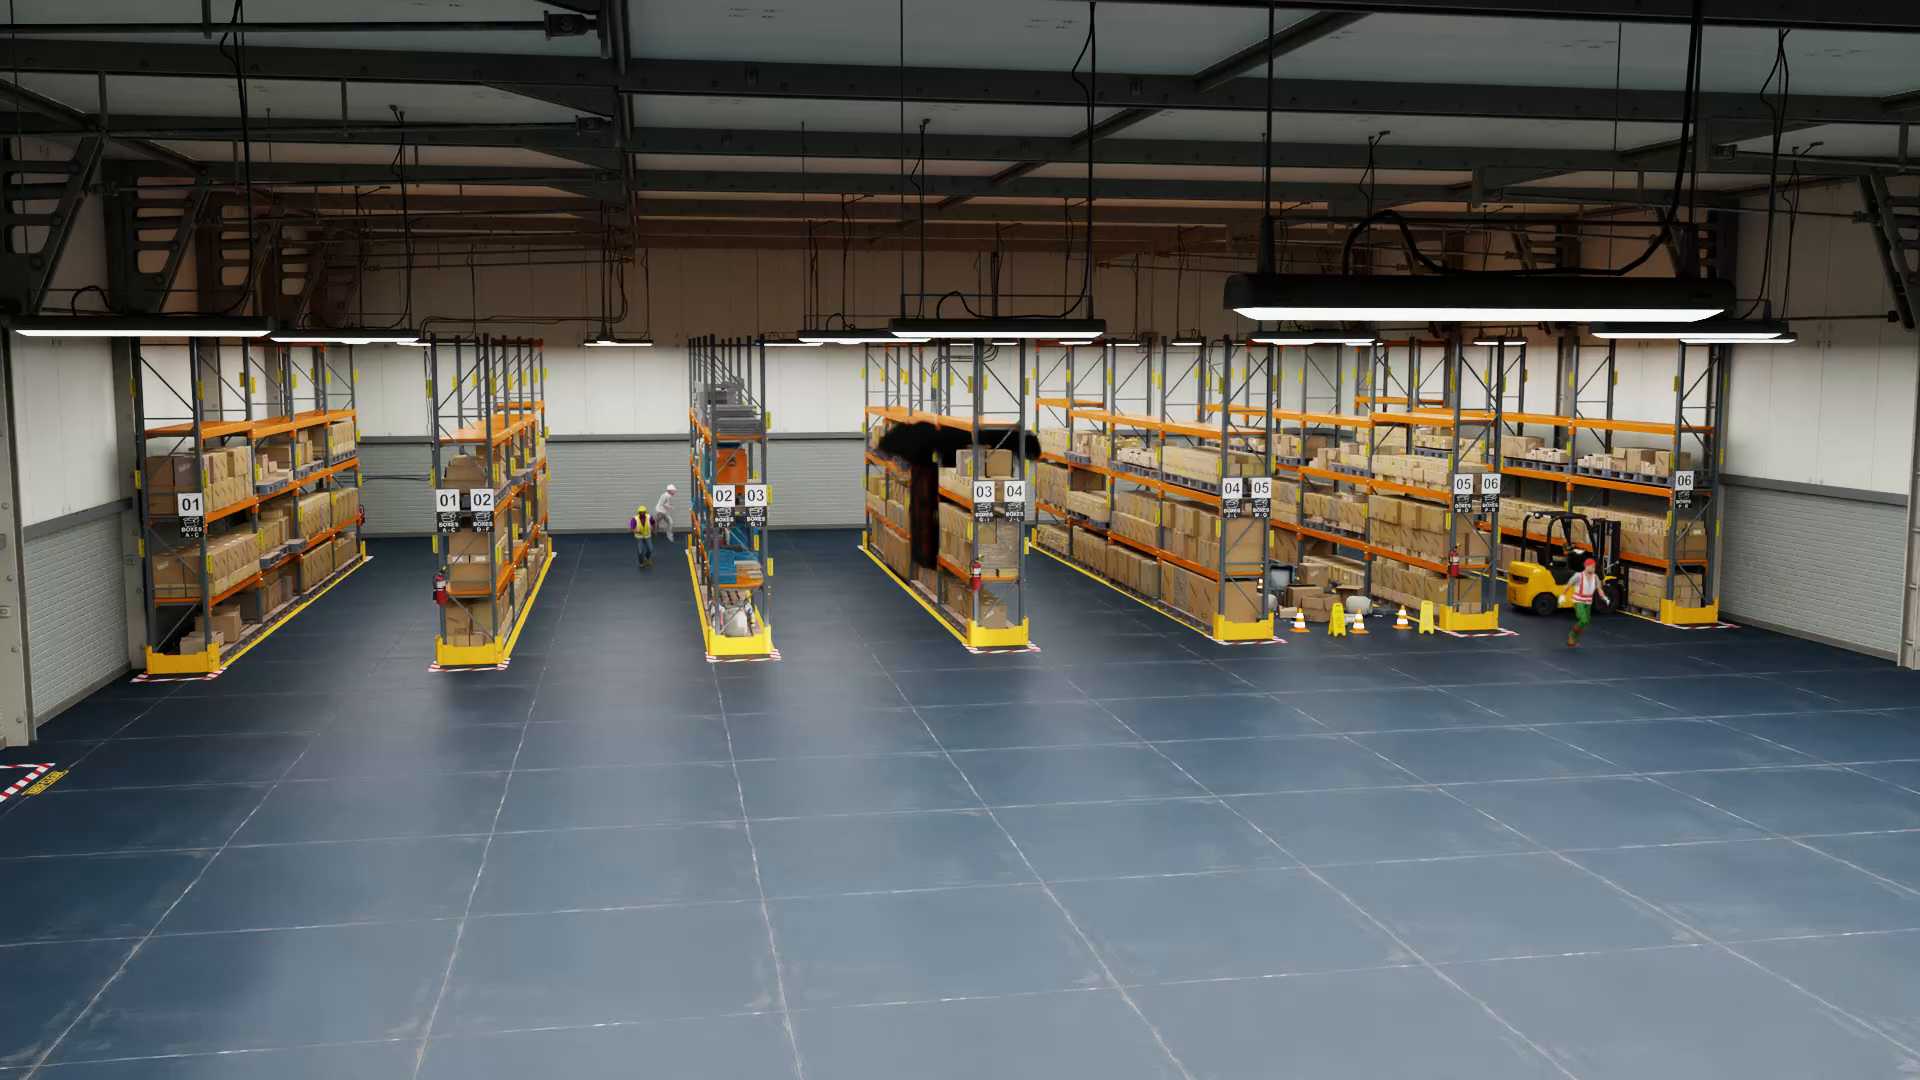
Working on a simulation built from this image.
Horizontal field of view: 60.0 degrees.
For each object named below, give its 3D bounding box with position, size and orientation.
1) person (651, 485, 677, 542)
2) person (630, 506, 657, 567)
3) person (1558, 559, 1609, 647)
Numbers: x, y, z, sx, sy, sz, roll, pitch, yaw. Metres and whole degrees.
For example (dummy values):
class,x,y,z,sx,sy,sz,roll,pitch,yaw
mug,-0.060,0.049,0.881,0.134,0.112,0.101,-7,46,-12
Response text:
class,x,y,z,sx,sy,sz,roll,pitch,yaw
person,-8.960,-0.791,49.750,1.026,1.735,0.703,0,7,4
person,-8.262,-0.072,43.460,0.724,1.653,0.830,-2,7,-18
person,11.949,1.213,31.771,0.636,1.734,0.833,-3,7,-21
